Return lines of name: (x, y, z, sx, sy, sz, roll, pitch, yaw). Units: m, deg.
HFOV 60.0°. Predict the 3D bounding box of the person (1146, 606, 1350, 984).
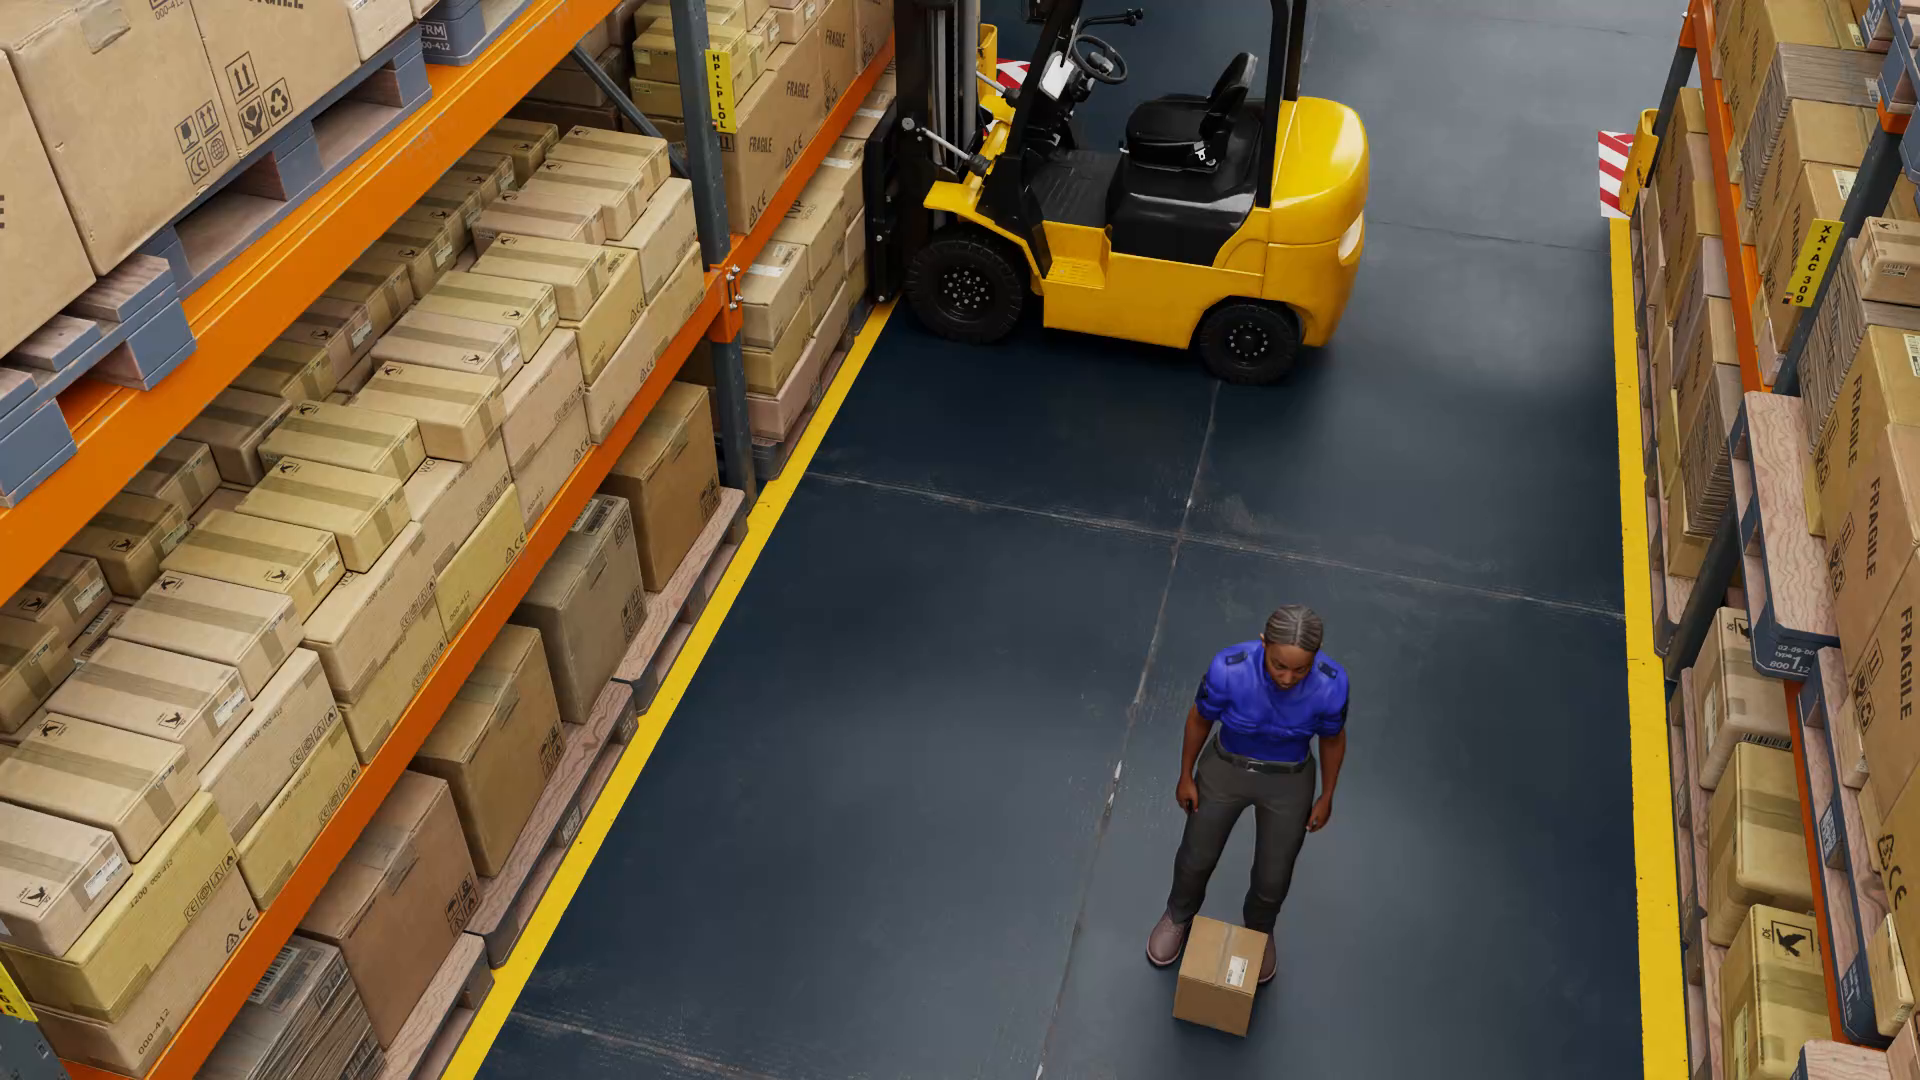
person: (0.926, 0.783, 5.281, 0.528, 1.639, 0.351, 8, 42, 9)
